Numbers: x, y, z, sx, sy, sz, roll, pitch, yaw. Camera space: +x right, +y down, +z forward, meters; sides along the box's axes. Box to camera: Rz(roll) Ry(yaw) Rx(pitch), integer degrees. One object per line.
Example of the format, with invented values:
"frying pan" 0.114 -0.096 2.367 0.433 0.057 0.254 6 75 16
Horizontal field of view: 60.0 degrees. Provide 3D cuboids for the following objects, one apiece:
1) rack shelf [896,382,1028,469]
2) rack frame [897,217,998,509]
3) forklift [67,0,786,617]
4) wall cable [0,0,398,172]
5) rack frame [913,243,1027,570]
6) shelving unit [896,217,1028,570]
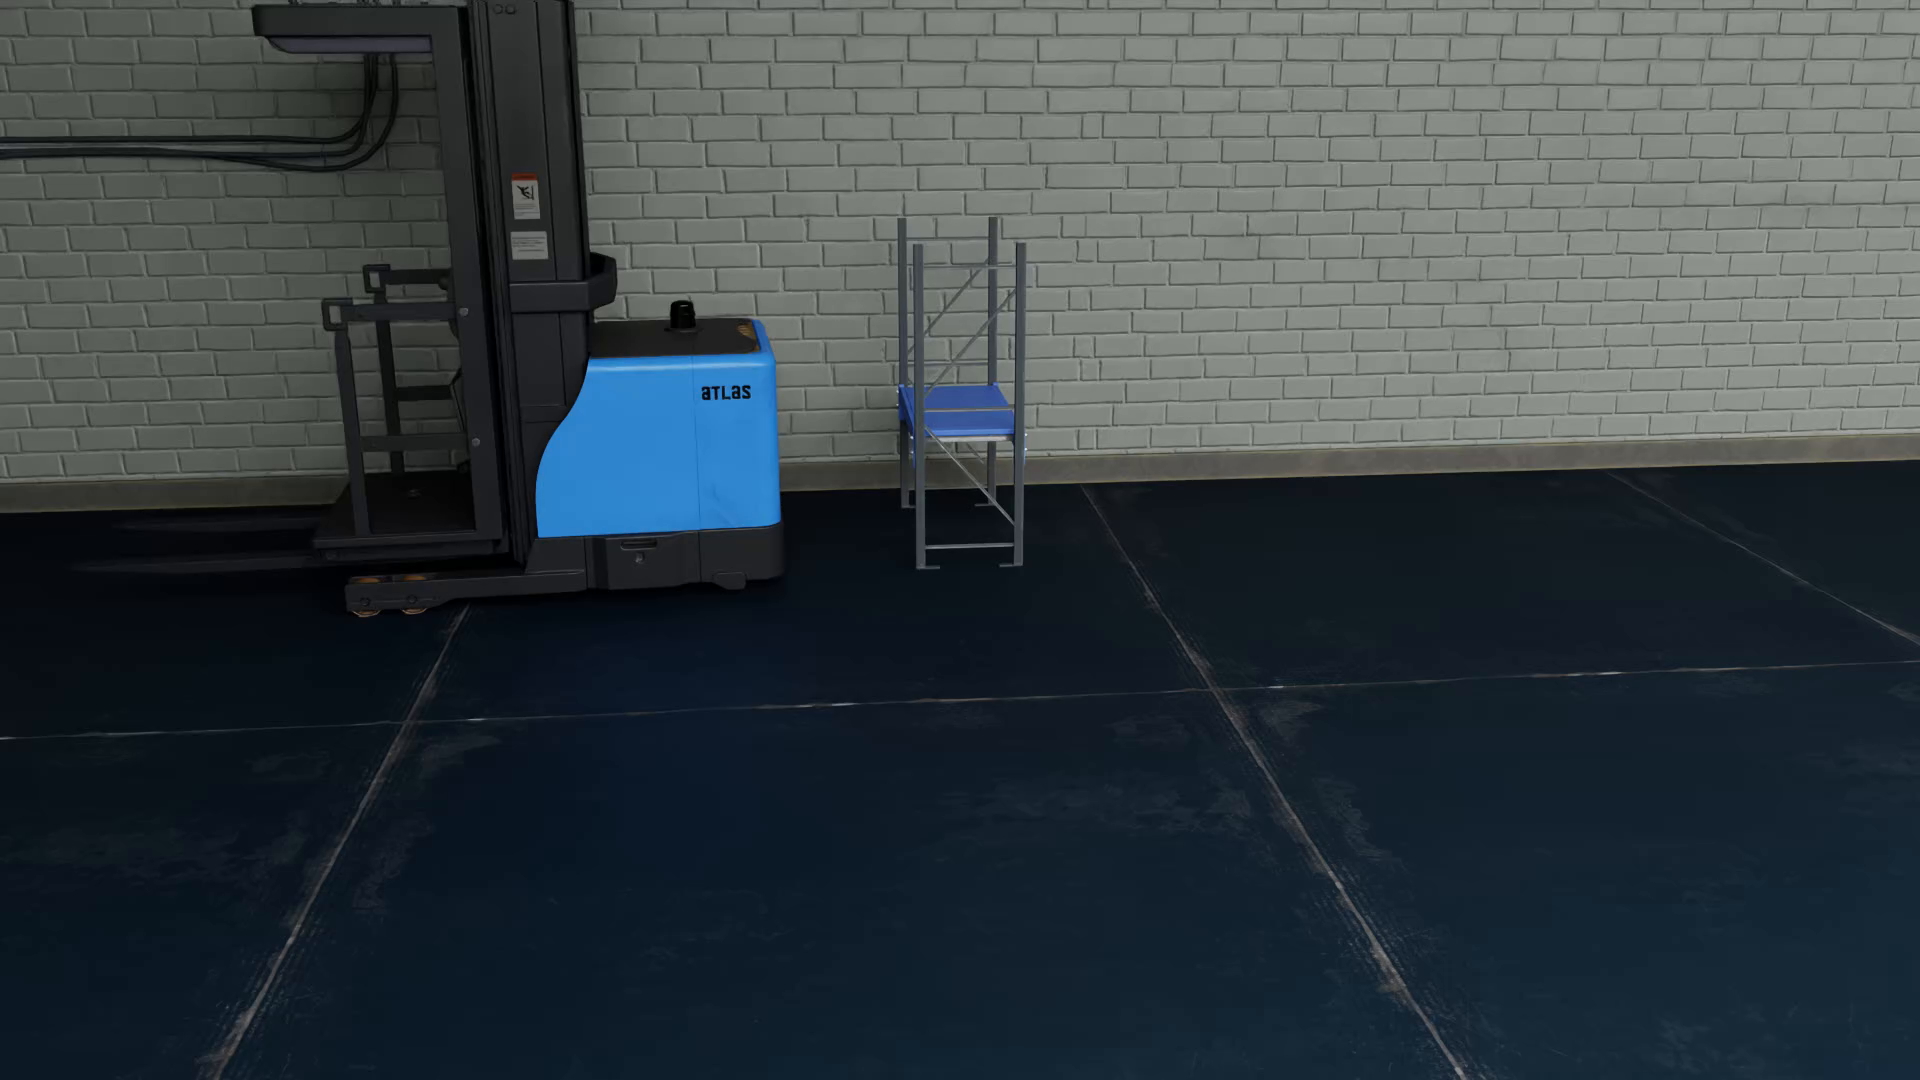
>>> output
"rack shelf" -0.009 -0.569 8.087 0.538 0.185 1.000 -2 18 -6
"rack frame" -0.061 -0.892 8.516 0.500 1.500 0.032 -2 18 -6
"forklift" -2.351 -1.239 7.229 3.031 2.935 1.130 -3 18 -9
"wall cable" -4.304 -2.963 7.776 3.097 2.526 0.112 -2 18 -6
"rack frame" 0.044 -0.590 7.551 0.500 1.500 0.032 -2 18 -6
"shelving unit" -0.009 -0.741 8.033 0.538 1.500 1.048 -2 18 -6
